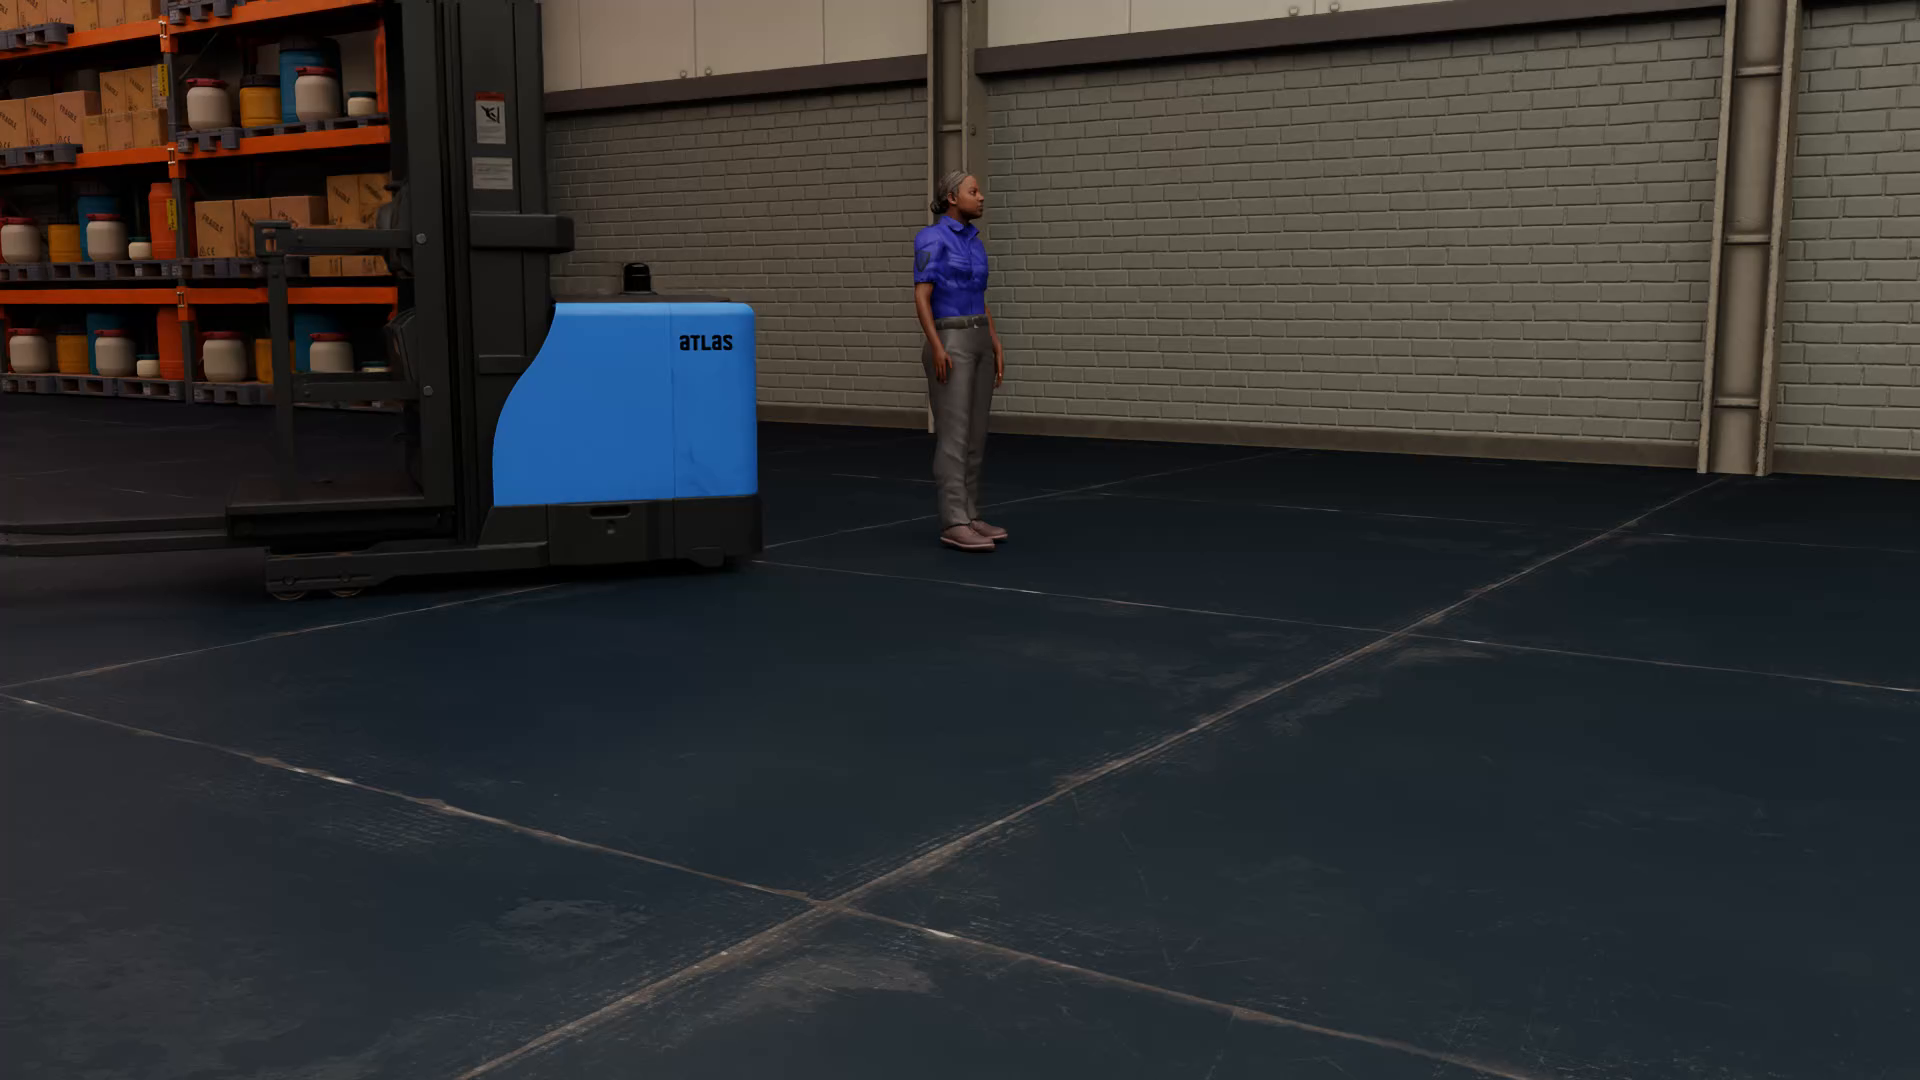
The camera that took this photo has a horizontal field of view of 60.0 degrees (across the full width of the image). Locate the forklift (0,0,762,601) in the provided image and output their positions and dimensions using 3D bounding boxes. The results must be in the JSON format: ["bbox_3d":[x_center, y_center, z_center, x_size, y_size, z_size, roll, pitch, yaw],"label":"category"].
[{"bbox_3d":[-2.374,-1.314,6.433,3.031,2.935,1.130,-3,9,-21],"label":"forklift"}]

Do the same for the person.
[{"bbox_3d":[0.061,-0.817,7.421,0.504,1.655,0.569,5,10,34],"label":"person"}]
